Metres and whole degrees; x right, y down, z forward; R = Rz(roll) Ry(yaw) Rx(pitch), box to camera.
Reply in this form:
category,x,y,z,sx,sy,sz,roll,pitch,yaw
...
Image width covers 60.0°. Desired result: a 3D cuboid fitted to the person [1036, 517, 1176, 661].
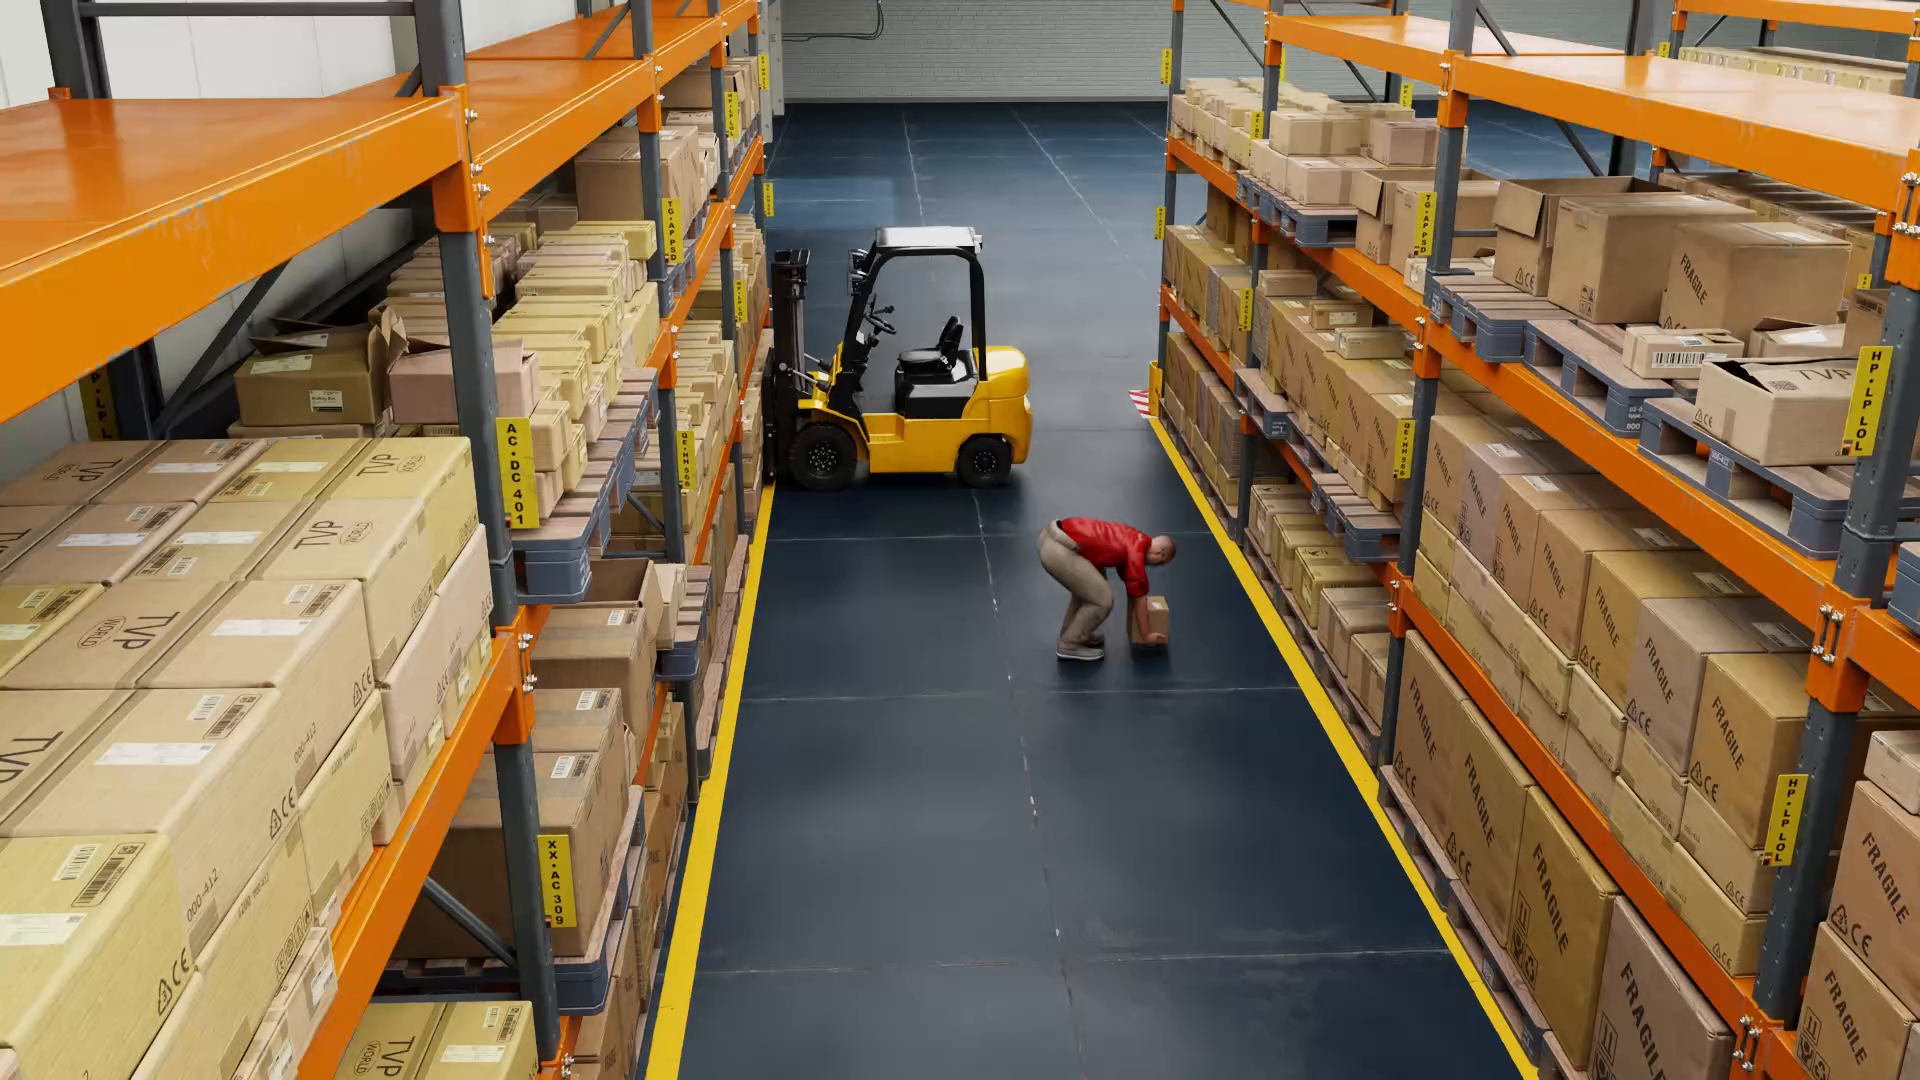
category,x,y,z,sx,sy,sz,roll,pitch,yaw
person,1.001,0.307,11.376,0.957,0.962,0.517,-2,20,-6
